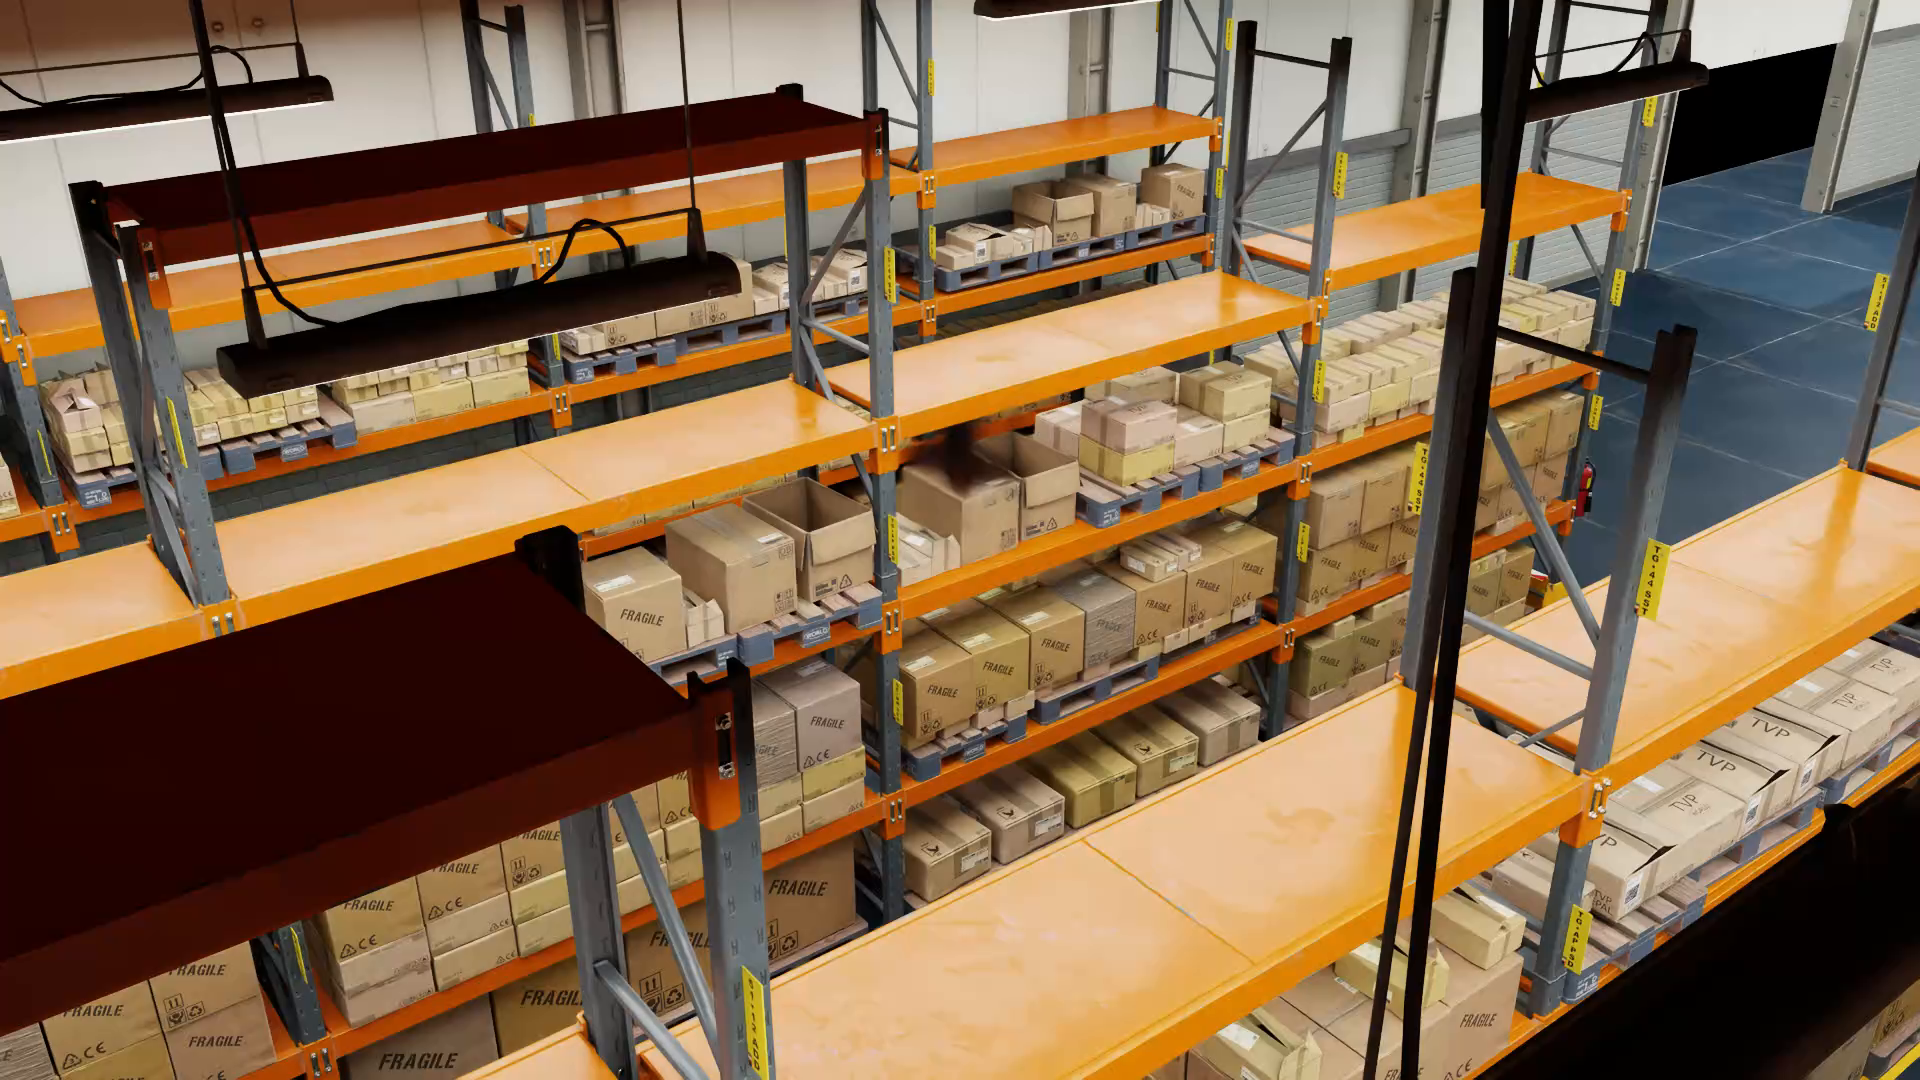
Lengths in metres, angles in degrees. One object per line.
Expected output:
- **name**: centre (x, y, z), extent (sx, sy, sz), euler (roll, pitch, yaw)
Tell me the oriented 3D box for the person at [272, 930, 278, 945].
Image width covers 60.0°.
- **person**: centre (-4.722, 2.400, 11.154), extent (0.636, 1.793, 0.370), euler (-17, 31, -30)
